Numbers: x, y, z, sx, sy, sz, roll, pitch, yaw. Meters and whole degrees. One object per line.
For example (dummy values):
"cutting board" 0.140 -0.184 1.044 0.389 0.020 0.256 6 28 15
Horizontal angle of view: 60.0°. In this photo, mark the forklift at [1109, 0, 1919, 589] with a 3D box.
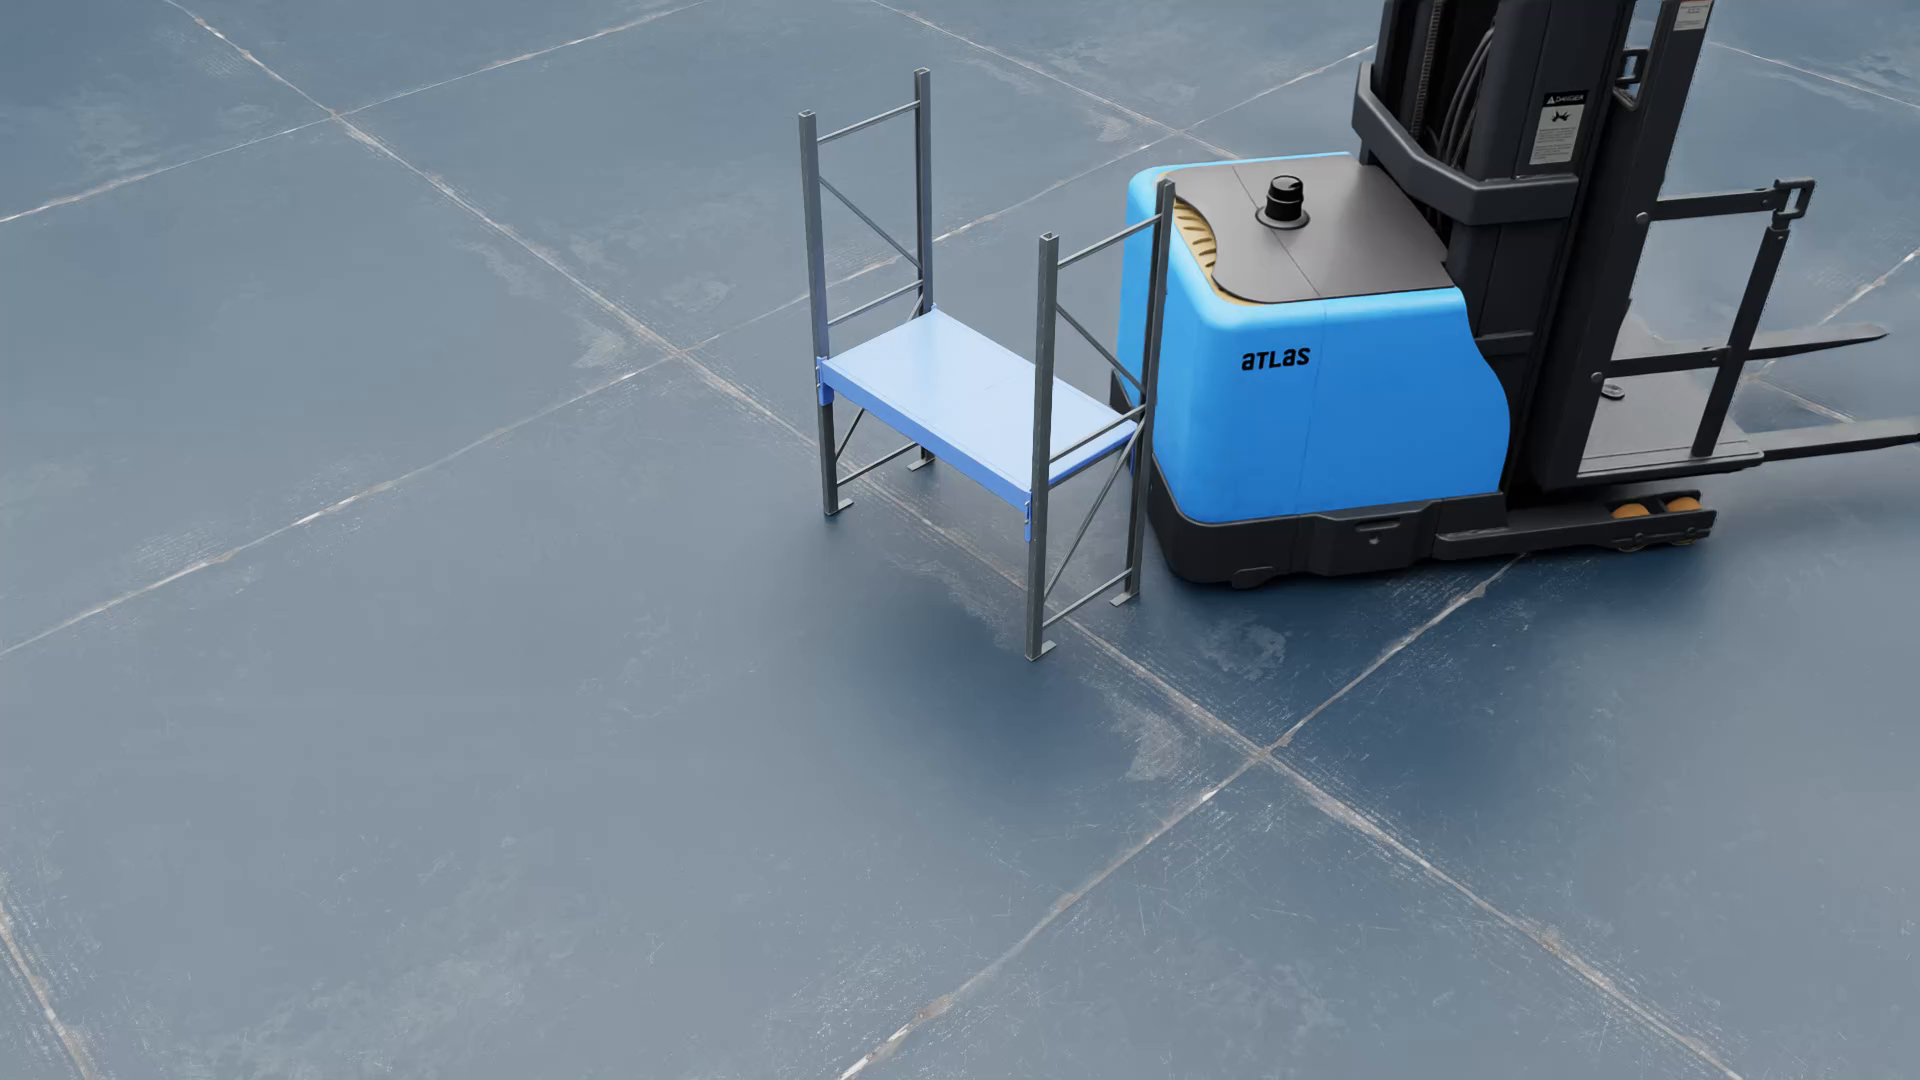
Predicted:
"forklift" 2.117 -1.421 5.177 3.031 2.935 1.130 -6 39 -8

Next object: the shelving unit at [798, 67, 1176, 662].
"shelving unit" 0.058 -0.544 5.230 0.538 1.500 1.048 -30 48 -32

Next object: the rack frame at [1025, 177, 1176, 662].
"rack frame" 0.402 -0.309 4.939 0.500 1.500 0.032 -30 48 -32

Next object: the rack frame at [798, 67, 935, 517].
"rack frame" -0.286 -0.779 5.521 0.500 1.500 0.032 -30 48 -32

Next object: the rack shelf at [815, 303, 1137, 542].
"rack shelf" 0.058 -0.404 5.343 0.538 0.185 1.000 -30 48 -32
